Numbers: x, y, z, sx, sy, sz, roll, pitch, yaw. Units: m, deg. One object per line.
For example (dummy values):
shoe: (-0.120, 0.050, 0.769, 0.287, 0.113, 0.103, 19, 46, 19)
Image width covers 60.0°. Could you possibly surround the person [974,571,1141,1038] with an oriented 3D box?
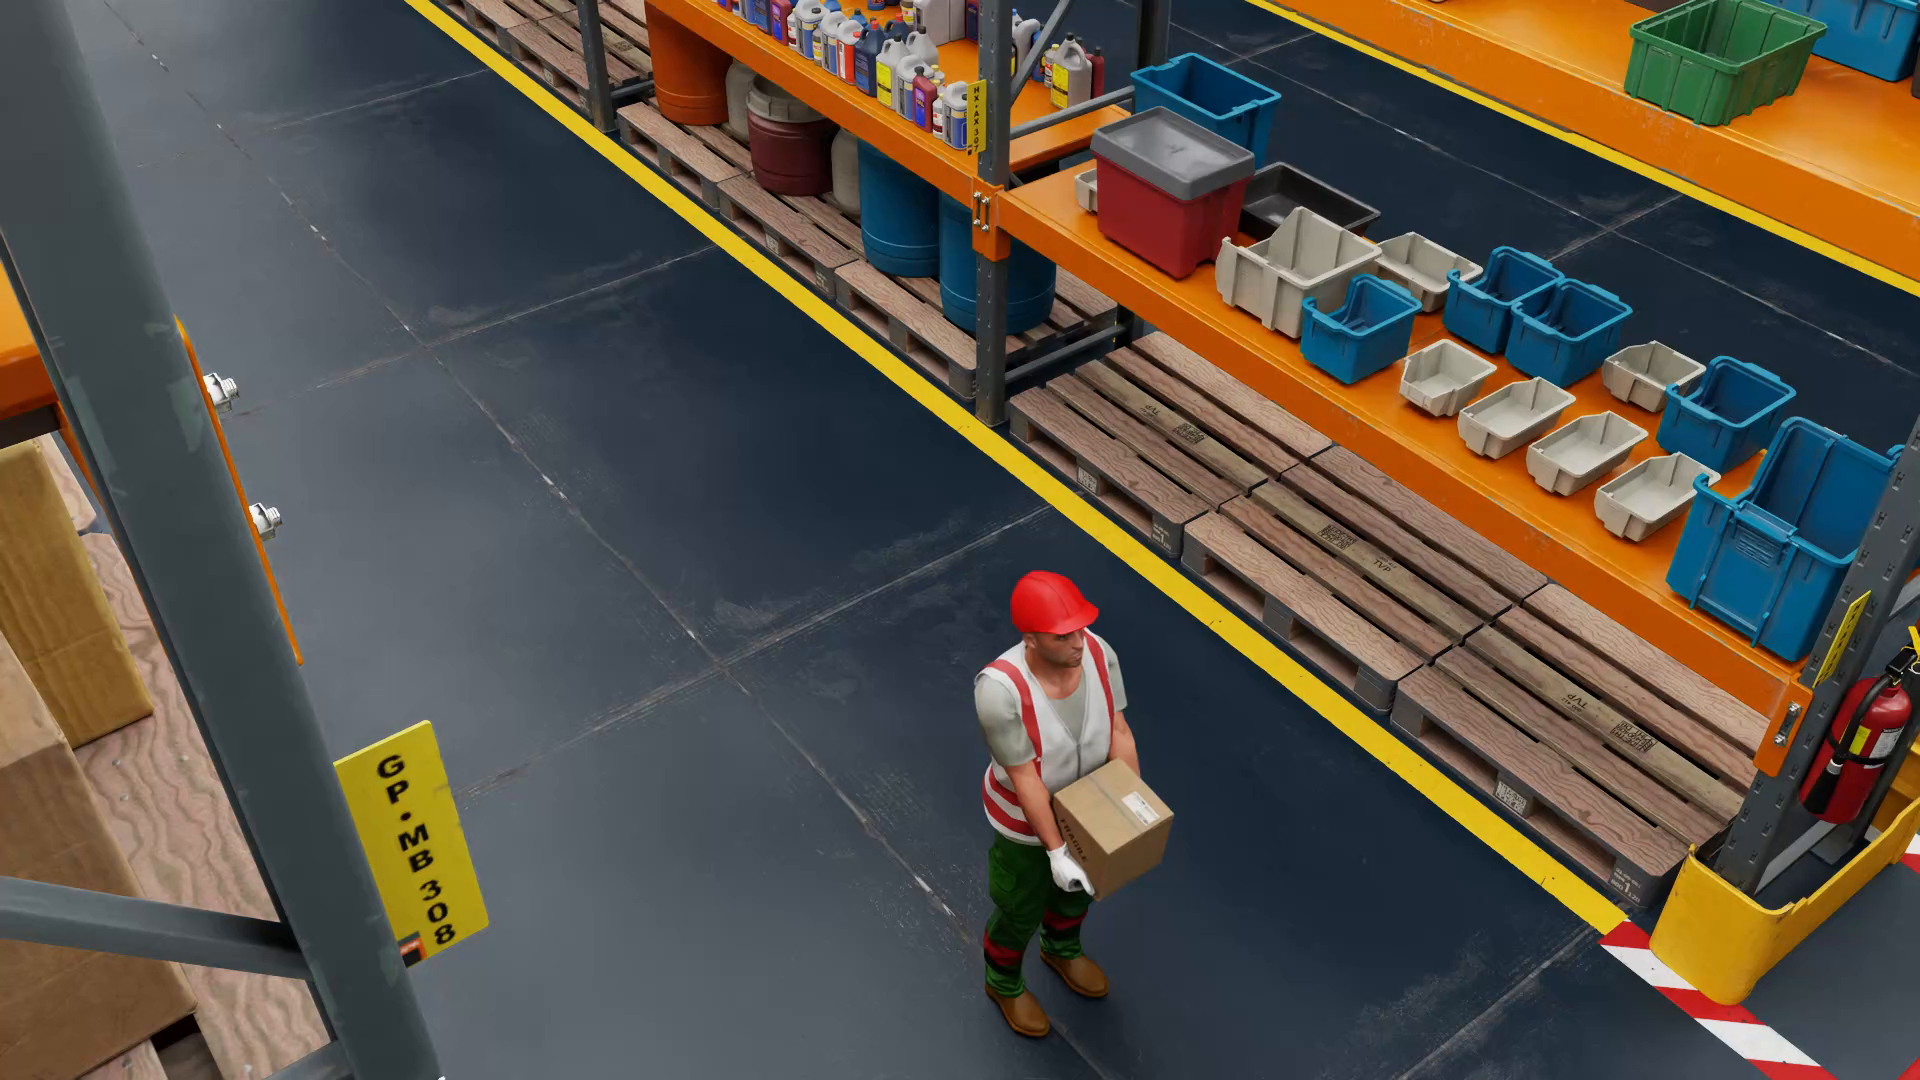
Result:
person: (0.340, 0.876, 5.096, 0.494, 1.782, 0.560, -25, 46, -27)
